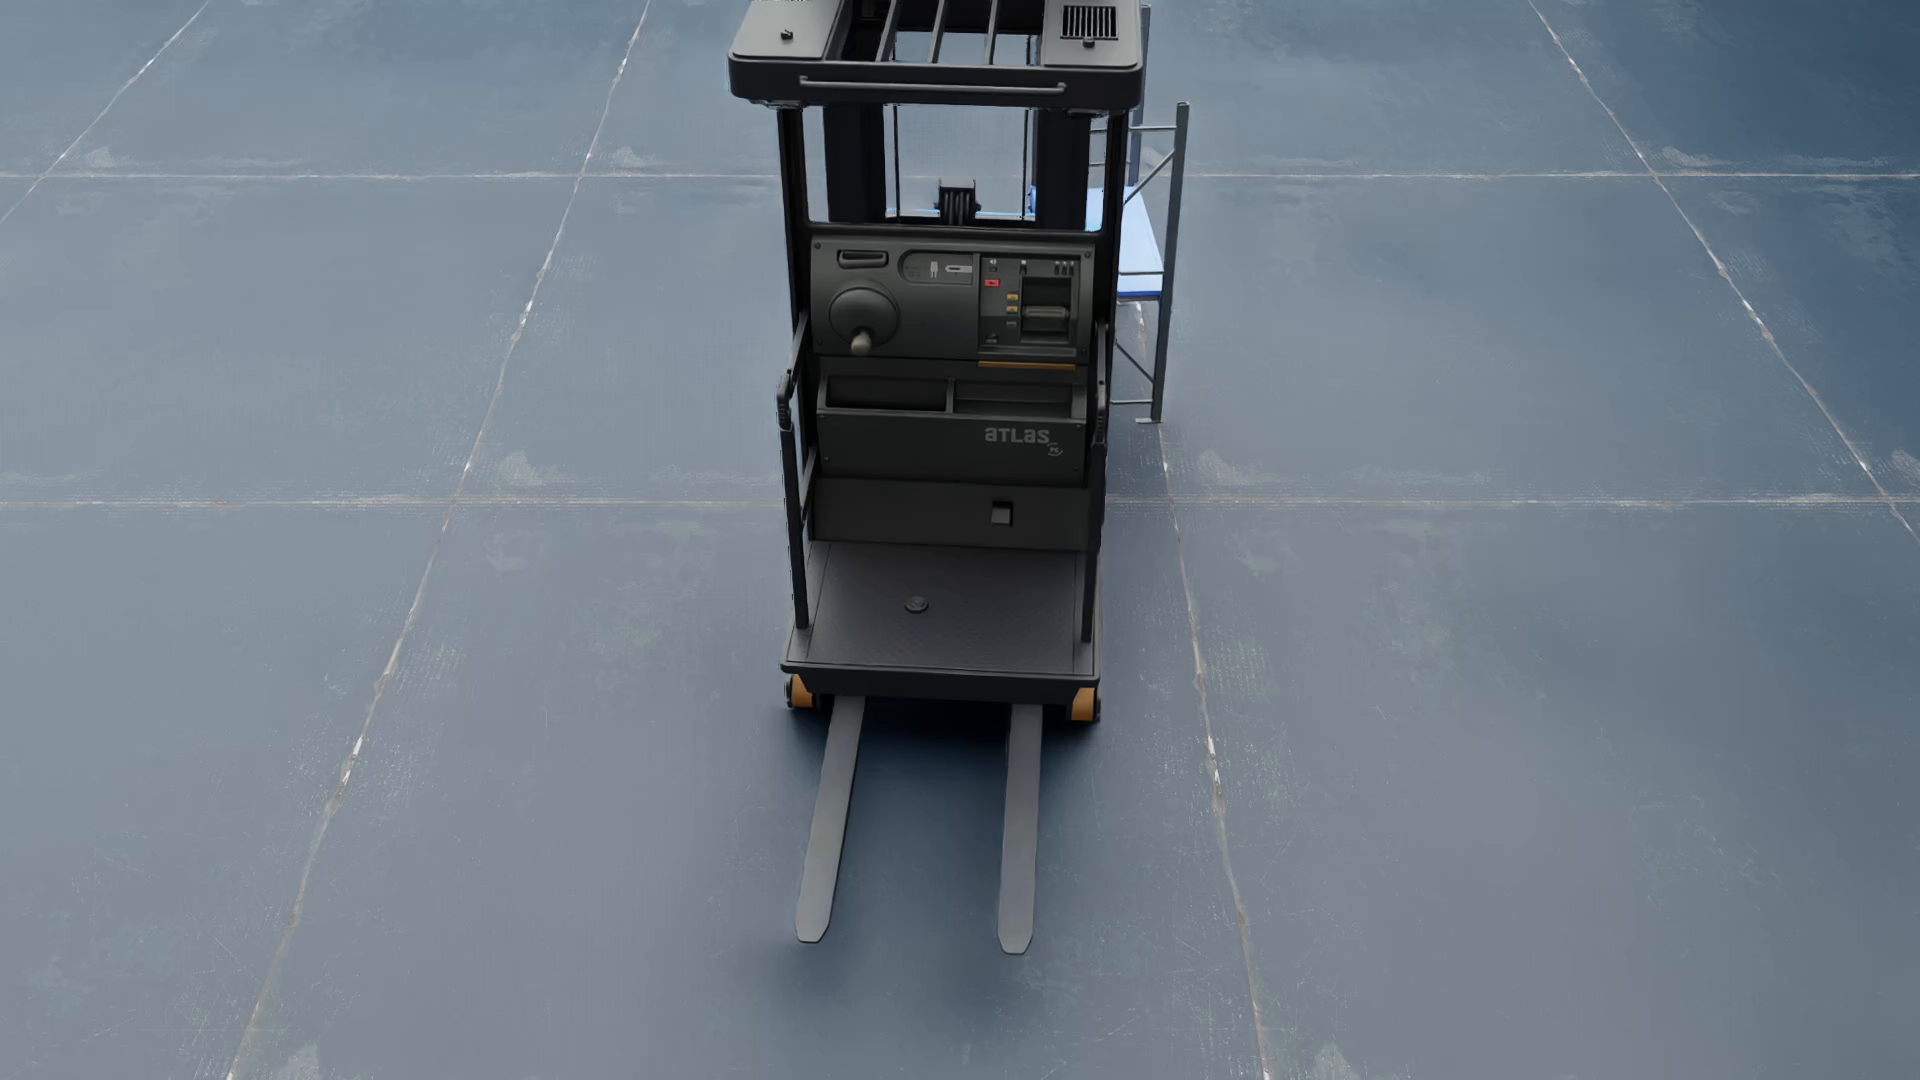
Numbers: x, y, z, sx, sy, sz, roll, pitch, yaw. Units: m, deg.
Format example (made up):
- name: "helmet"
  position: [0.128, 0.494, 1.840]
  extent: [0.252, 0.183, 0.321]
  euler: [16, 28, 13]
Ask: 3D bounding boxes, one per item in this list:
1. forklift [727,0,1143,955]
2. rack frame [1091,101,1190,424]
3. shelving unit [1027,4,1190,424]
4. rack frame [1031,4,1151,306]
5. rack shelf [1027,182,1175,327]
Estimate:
- name: "forklift"
  position: [-0.040, -0.713, 5.296]
  extent: [1.130, 2.935, 3.031]
  euler: [2, 39, 3]
- name: "rack frame"
  position: [0.642, -1.107, 6.932]
  extent: [0.500, 1.500, 0.032]
  euler: [-2, 39, -3]
- name: "shelving unit"
  position: [0.613, -1.424, 7.328]
  extent: [0.538, 1.500, 1.048]
  euler: [-2, 39, -3]
- name: "rack frame"
  position: [0.584, -1.742, 7.724]
  extent: [0.500, 1.500, 0.032]
  euler: [-2, 39, -3]
- name: "rack shelf"
  position: [0.613, -1.284, 7.440]
  extent: [0.538, 0.185, 1.000]
  euler: [-2, 39, -3]
